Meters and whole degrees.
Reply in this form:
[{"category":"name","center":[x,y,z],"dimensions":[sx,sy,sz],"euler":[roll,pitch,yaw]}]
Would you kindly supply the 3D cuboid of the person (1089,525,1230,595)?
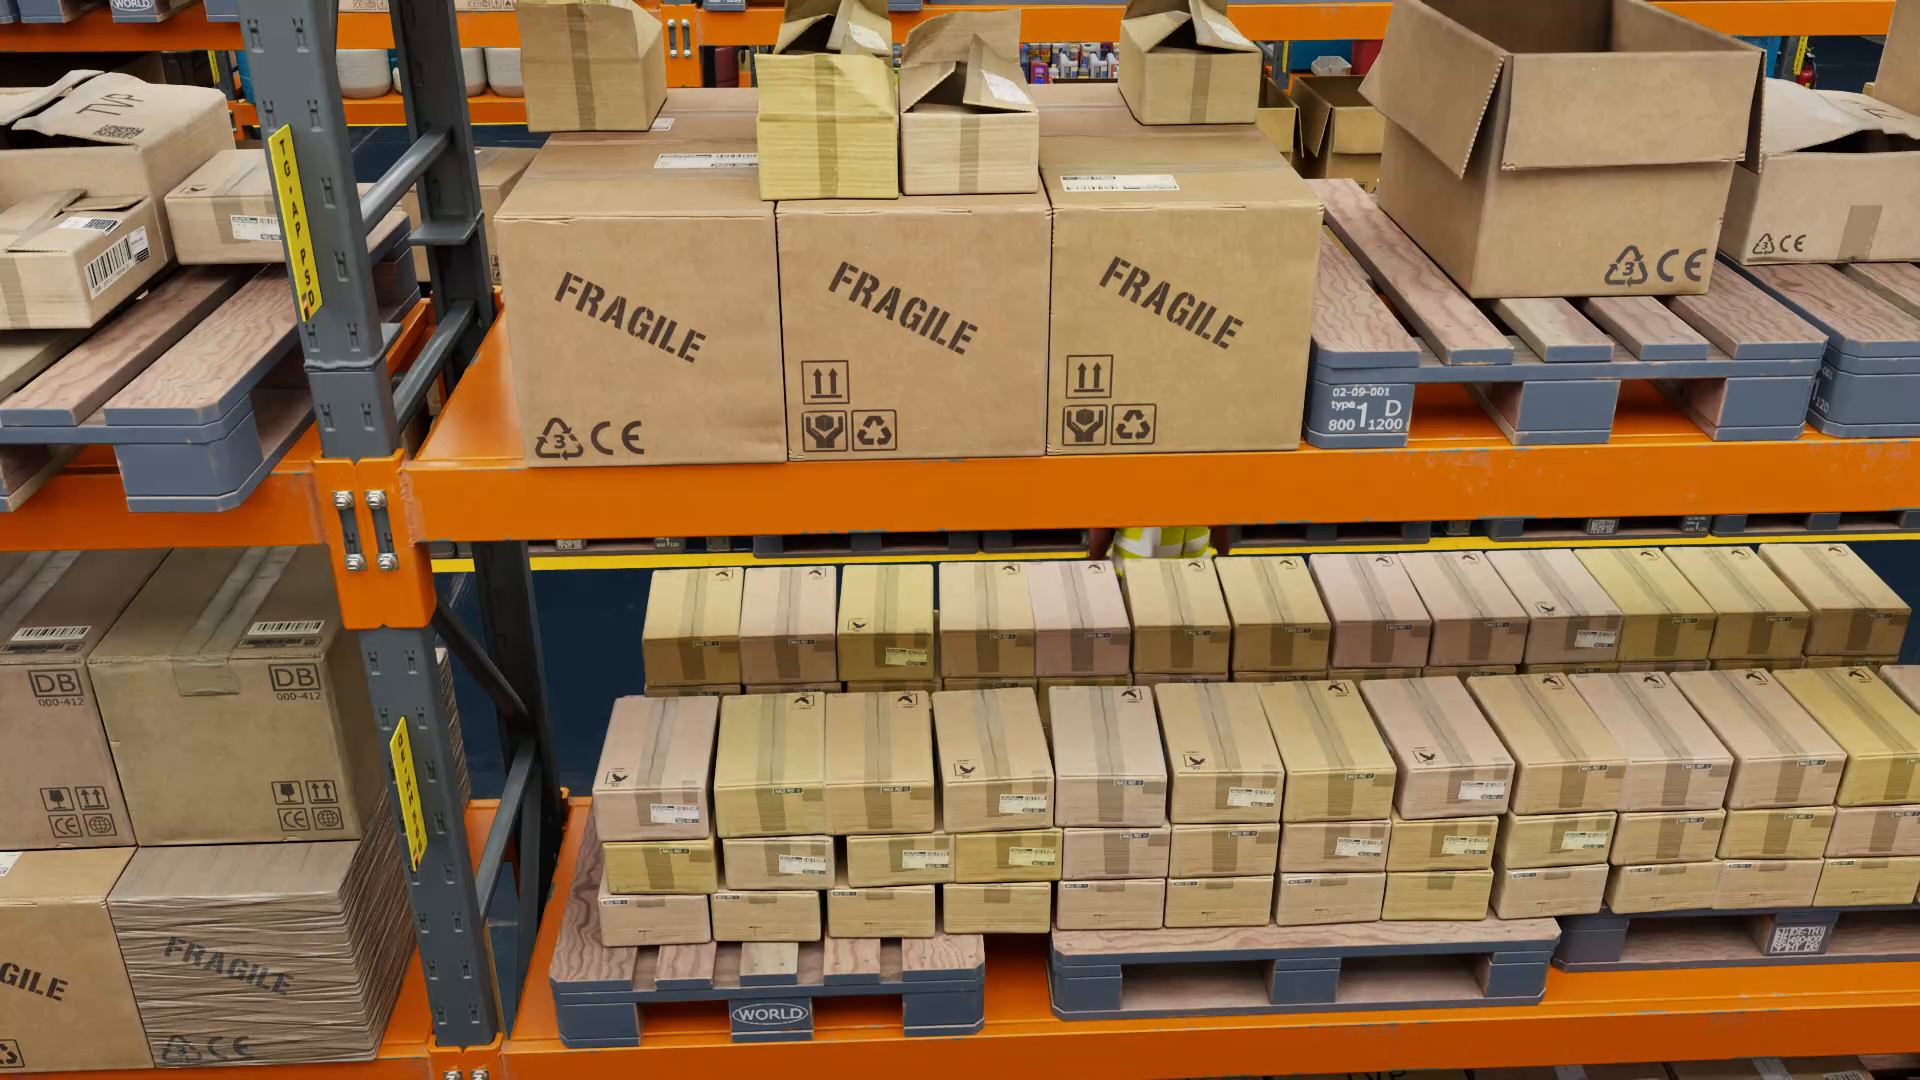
[{"category":"person","center":[0.843,0.125,6.839],"dimensions":[0.661,1.765,0.544],"euler":[-15,31,-26]}]
